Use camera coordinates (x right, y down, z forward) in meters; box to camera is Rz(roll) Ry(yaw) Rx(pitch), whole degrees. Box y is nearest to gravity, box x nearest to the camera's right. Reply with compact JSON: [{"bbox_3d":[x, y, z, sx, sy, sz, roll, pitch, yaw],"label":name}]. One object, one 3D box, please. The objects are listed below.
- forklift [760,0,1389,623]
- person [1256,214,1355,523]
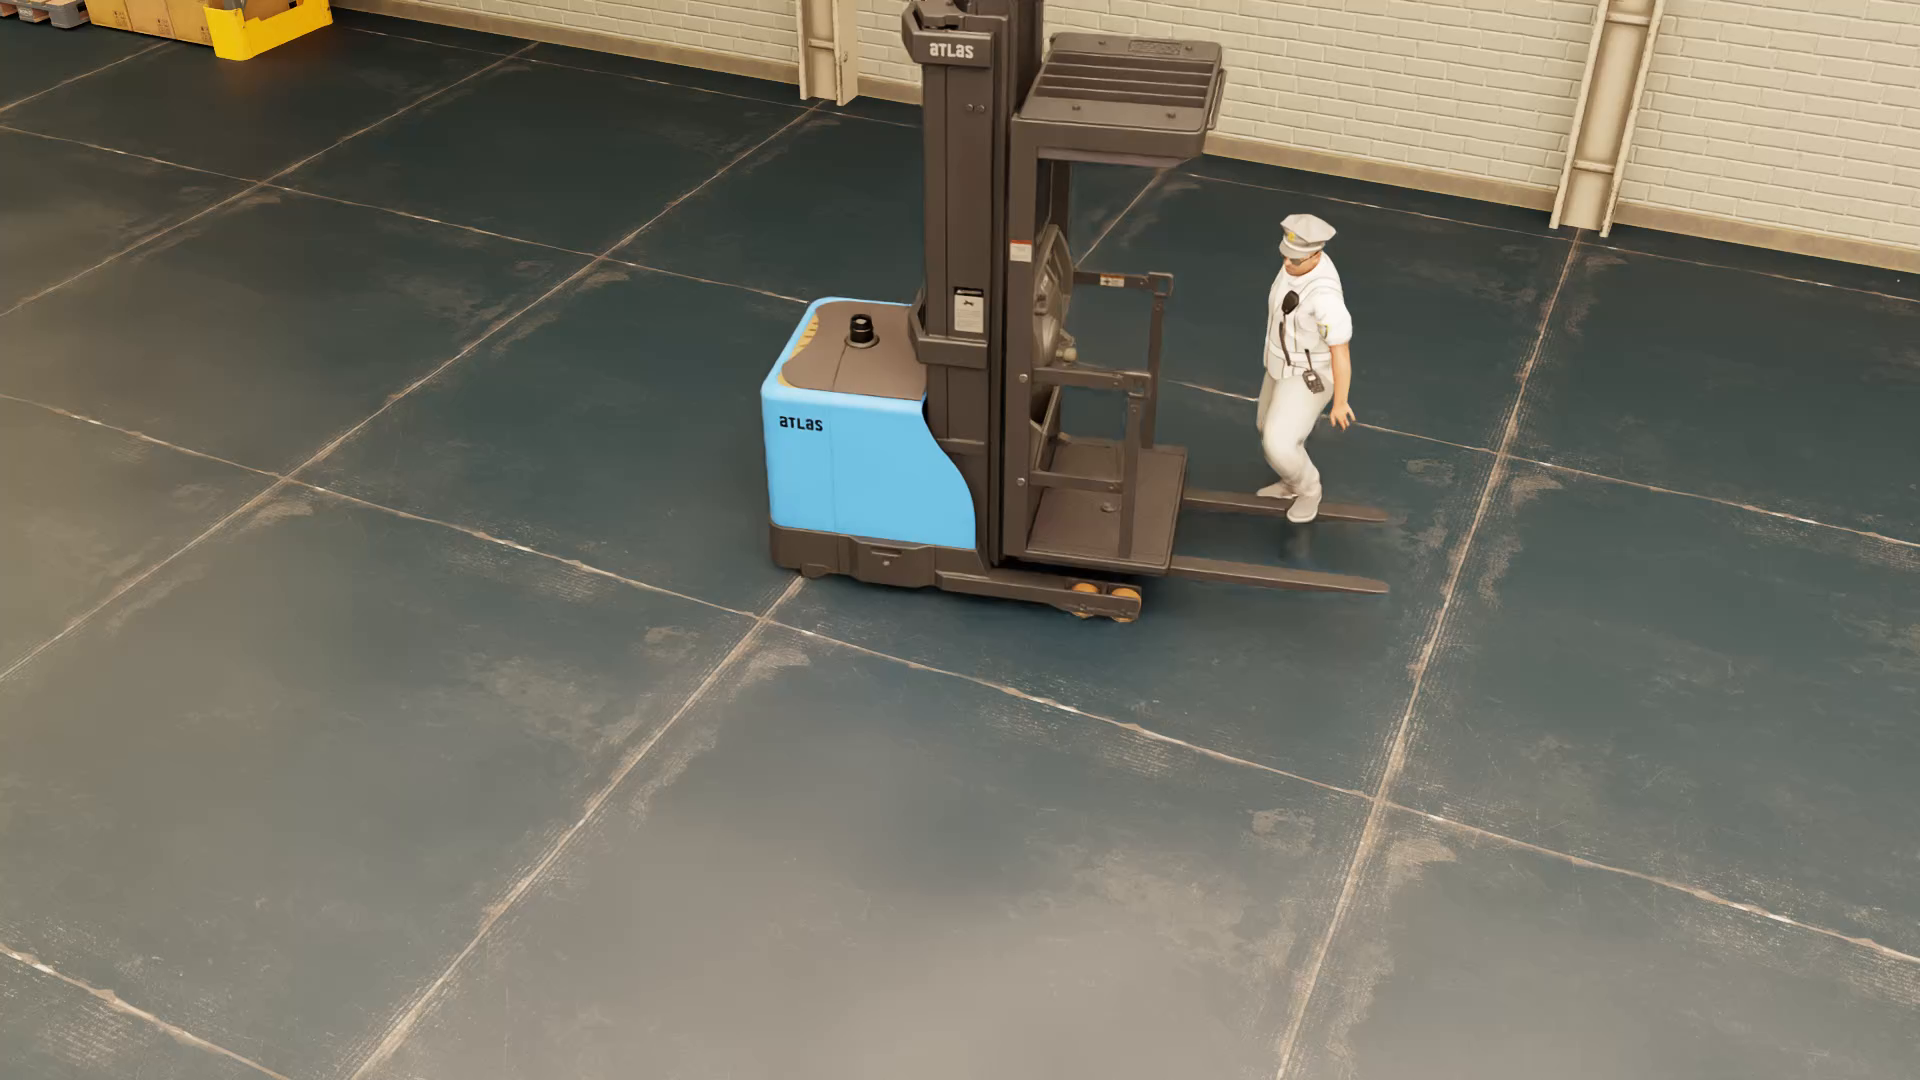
[{"bbox_3d":[0.617,-1.132,7.673,3.031,2.935,1.130,7,36,9],"label":"forklift"},{"bbox_3d":[1.681,-0.830,8.328,0.513,1.722,0.889,-5,36,-7],"label":"person"}]
